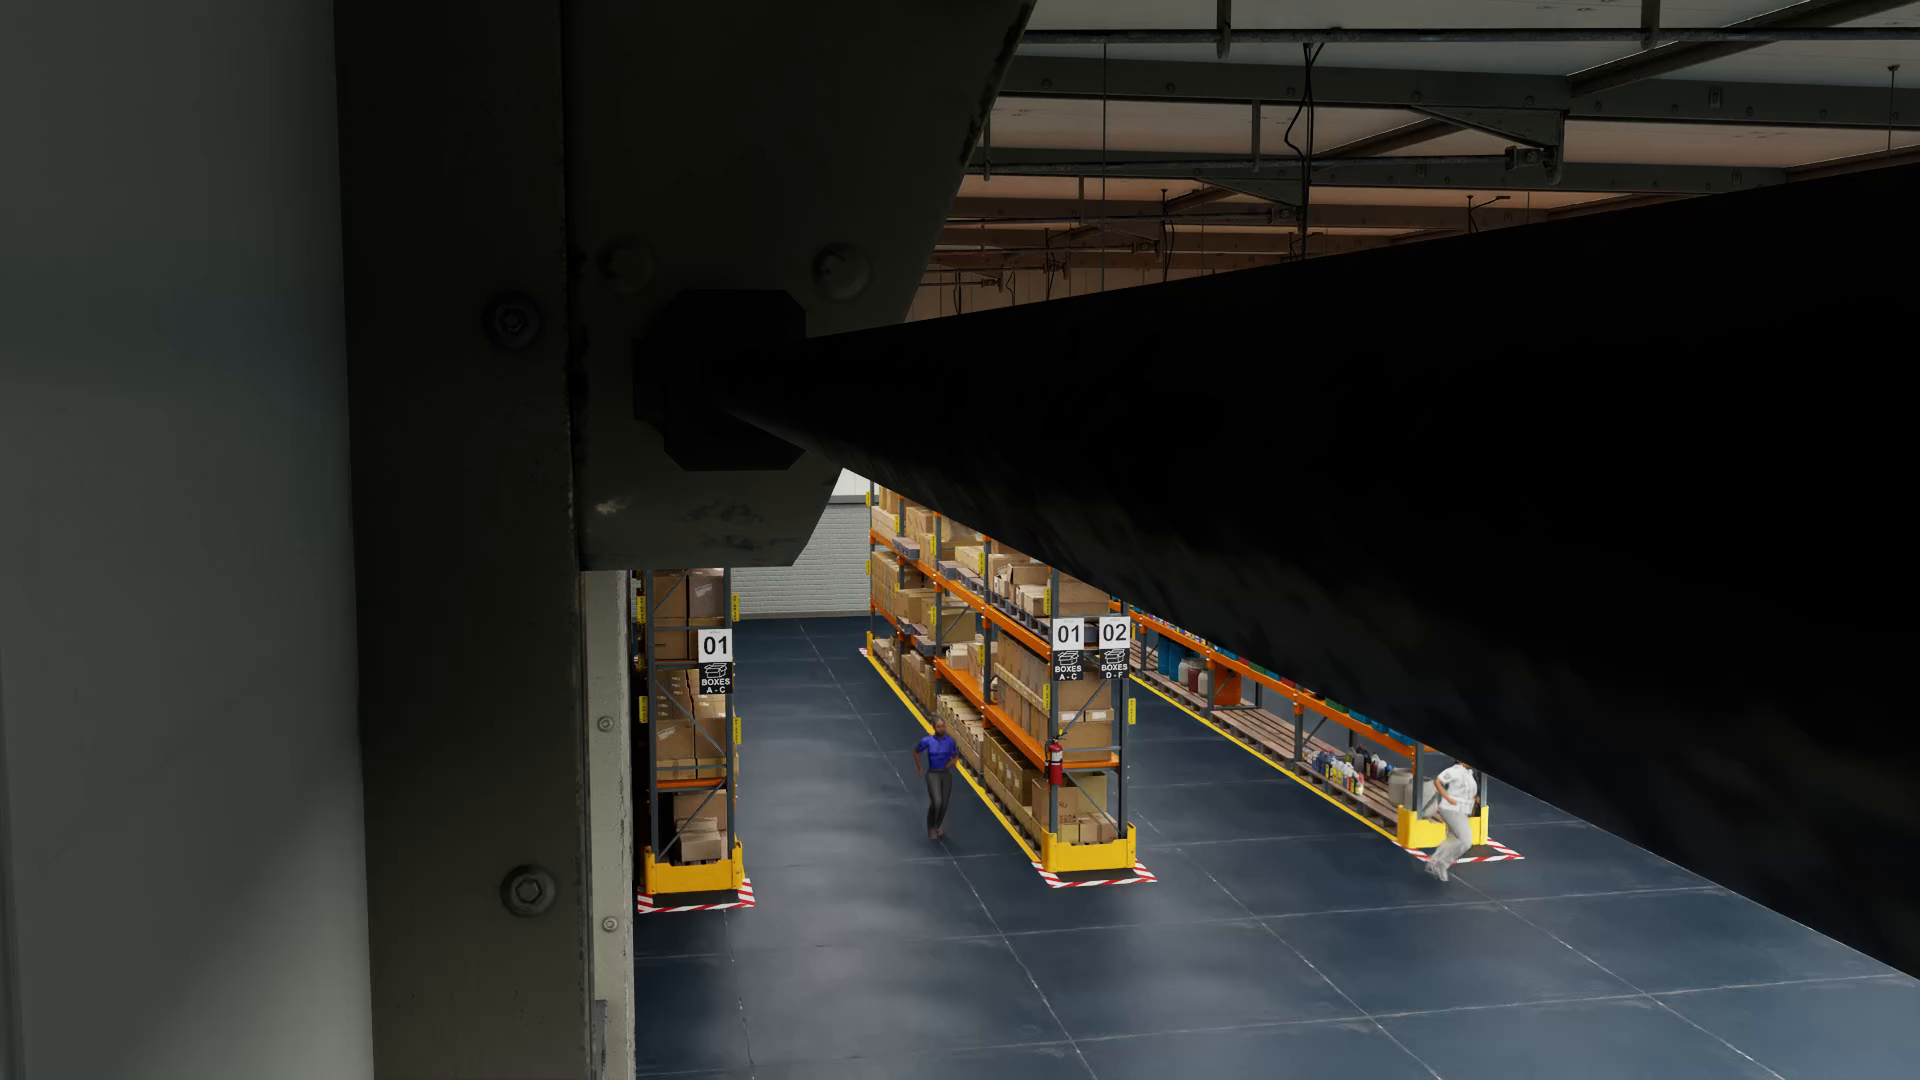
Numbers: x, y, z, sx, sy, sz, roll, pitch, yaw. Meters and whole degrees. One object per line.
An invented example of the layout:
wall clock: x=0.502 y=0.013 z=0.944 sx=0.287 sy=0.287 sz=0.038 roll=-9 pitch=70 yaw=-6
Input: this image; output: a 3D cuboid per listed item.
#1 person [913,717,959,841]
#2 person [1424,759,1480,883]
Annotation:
person: x=-0.287 y=3.197 z=22.210 sx=0.546 sy=1.653 sz=0.676 roll=-2 pitch=6 yaw=-19
person: x=6.131 y=3.386 z=20.614 sx=0.603 sy=1.627 sz=0.686 roll=4 pitch=7 yaw=35
